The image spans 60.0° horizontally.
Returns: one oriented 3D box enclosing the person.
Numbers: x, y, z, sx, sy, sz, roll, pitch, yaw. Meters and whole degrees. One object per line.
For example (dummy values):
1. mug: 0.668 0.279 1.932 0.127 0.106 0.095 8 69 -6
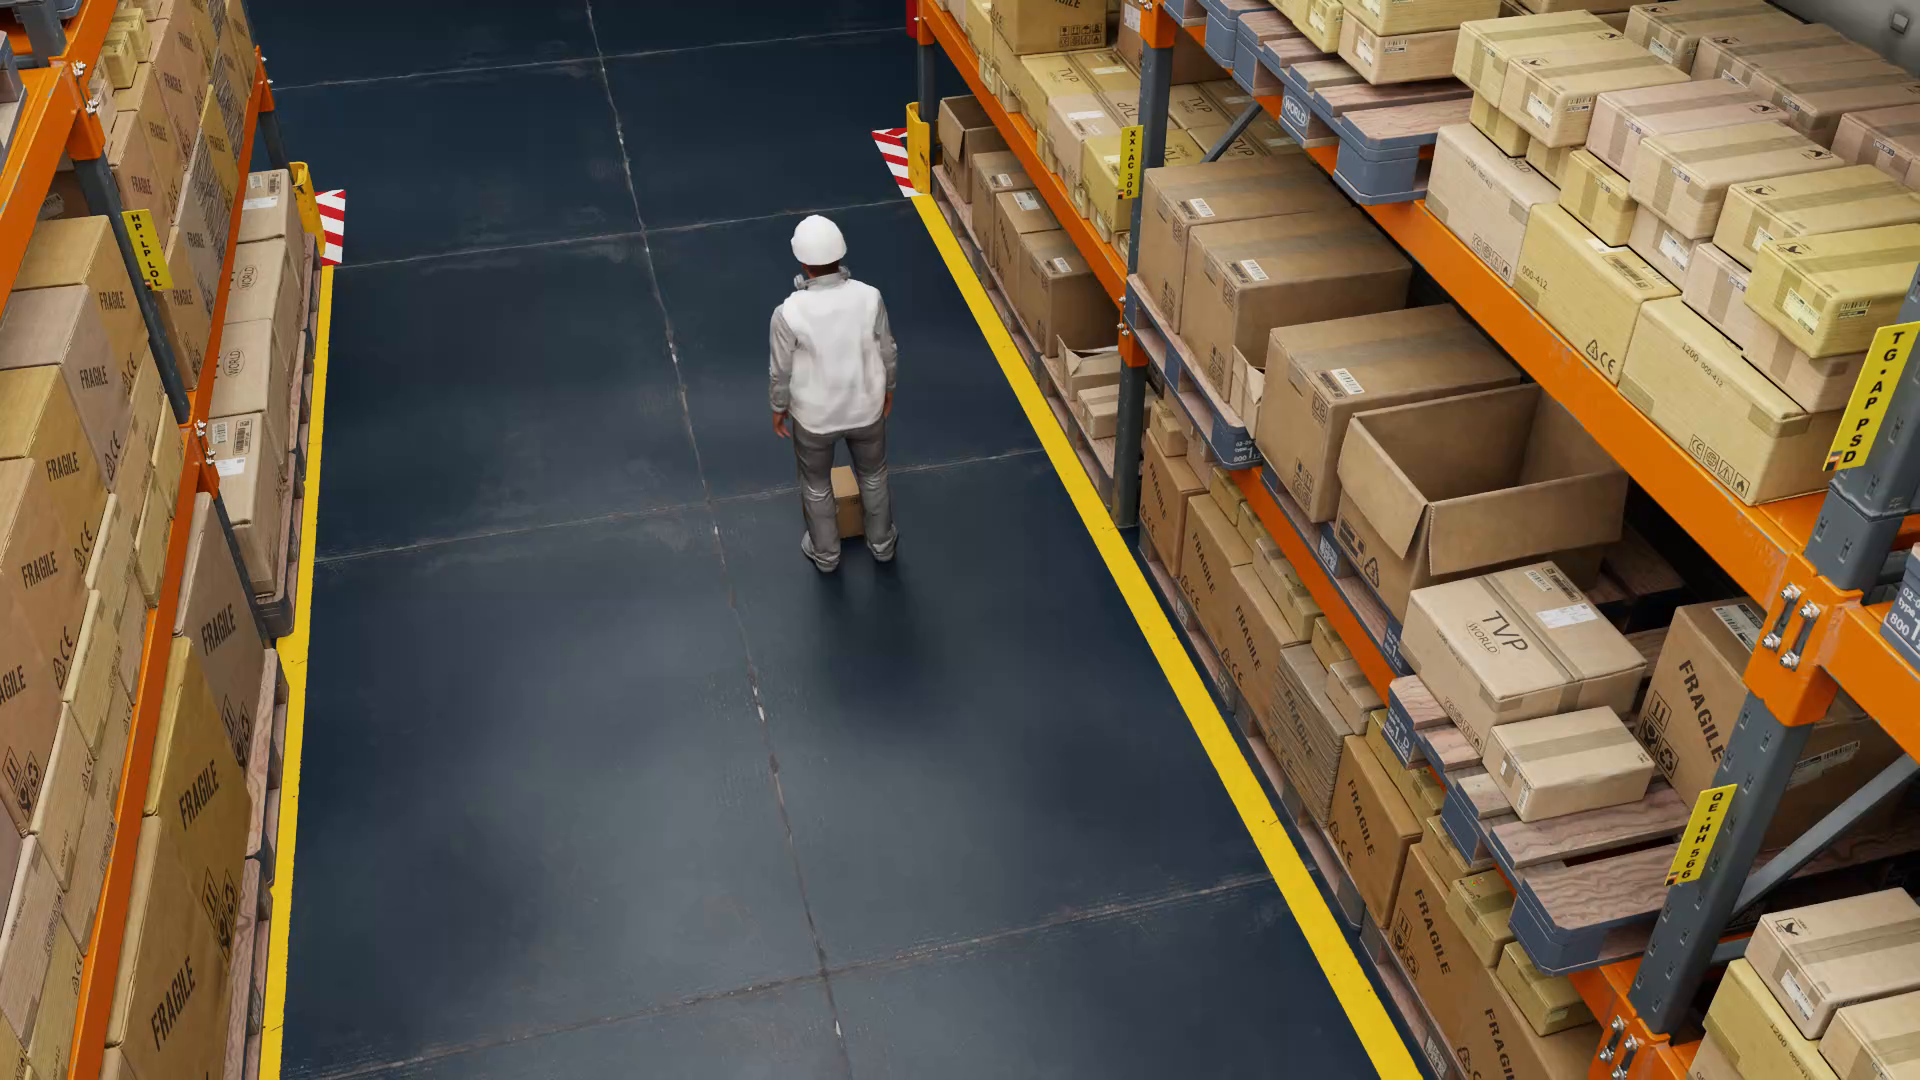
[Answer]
1. person: -0.562 -0.622 7.490 0.593 1.773 0.457 -11 39 -14
